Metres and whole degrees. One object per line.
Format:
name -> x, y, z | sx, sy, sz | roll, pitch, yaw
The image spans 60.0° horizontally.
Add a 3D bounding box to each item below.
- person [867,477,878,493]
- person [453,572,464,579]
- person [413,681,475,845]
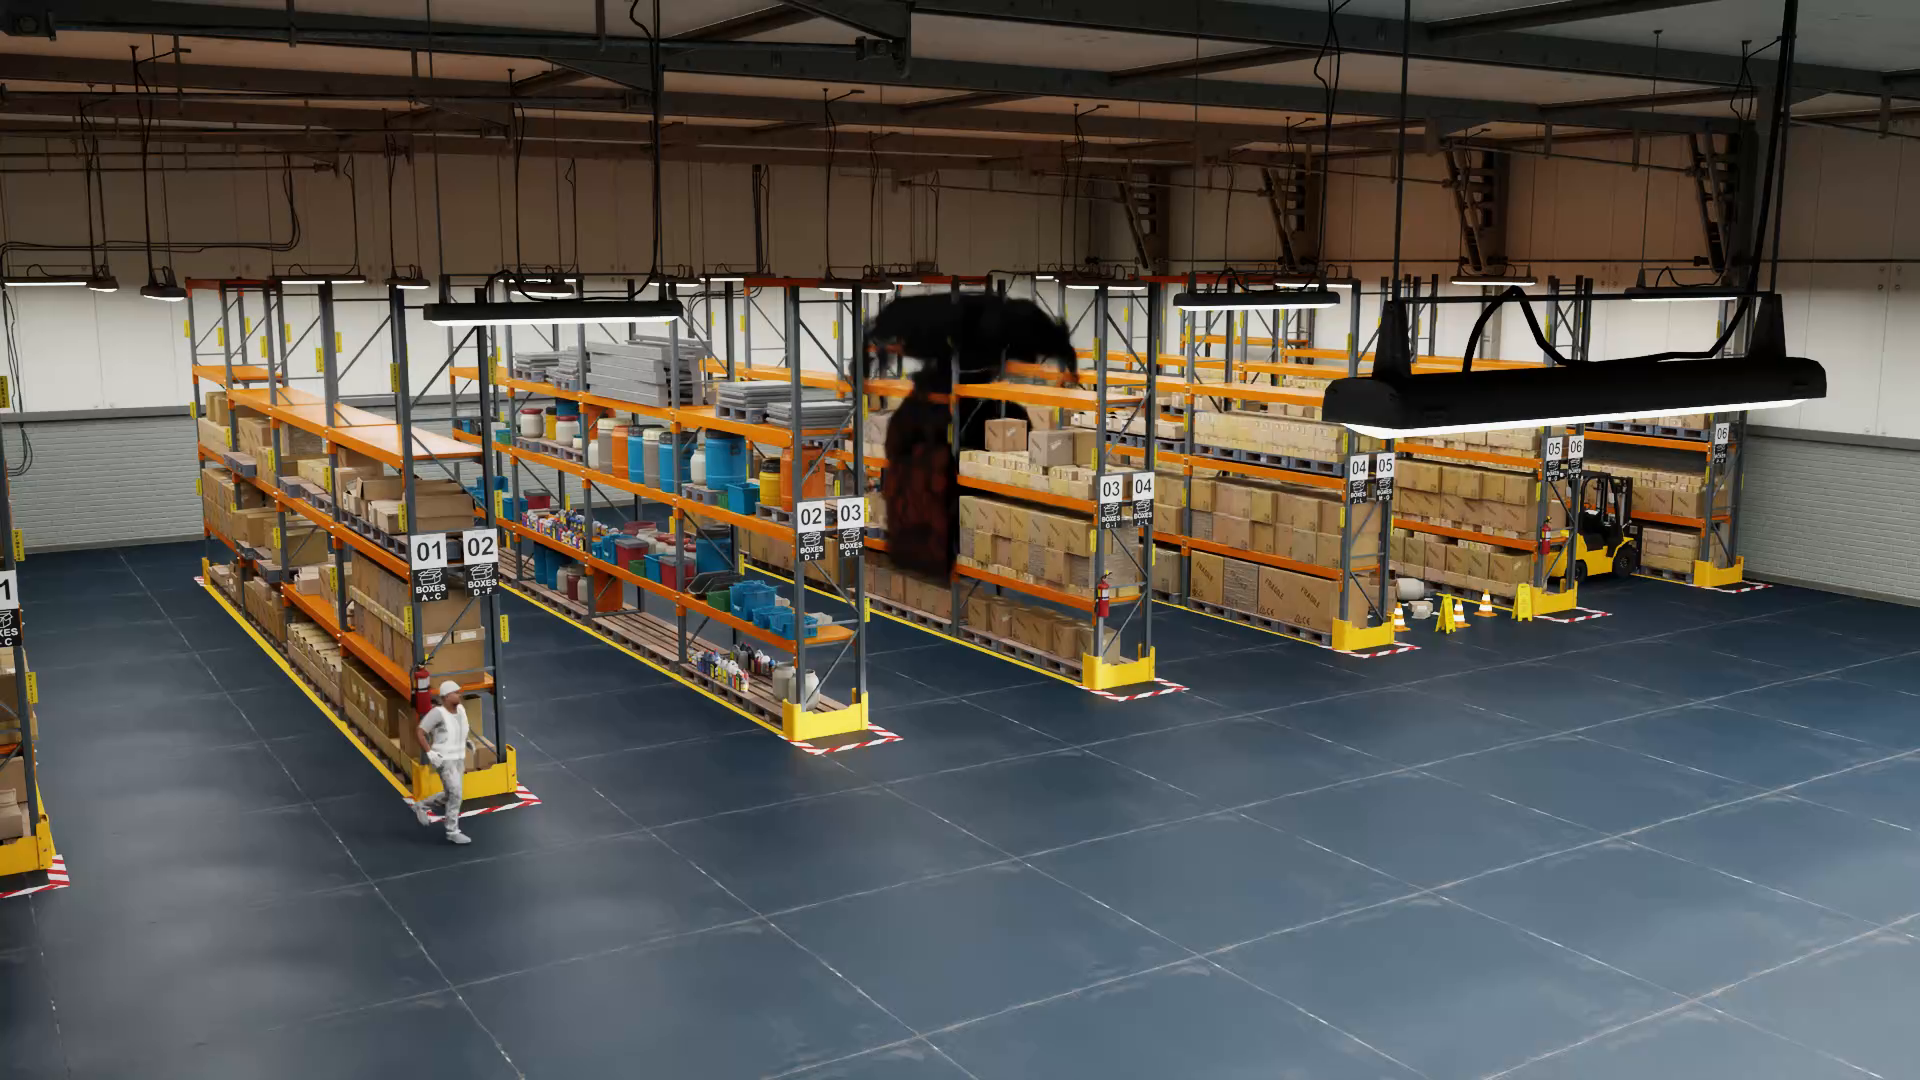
person -> -1.924, -0.554, 36.414 | 0.579, 1.617, 0.643 | -7, 12, -35
person -> -9.325, 0.465, 30.534 | 0.547, 1.563, 0.755 | -7, 12, -37
person -> -5.699, 2.424, 18.434 | 0.814, 1.741, 0.728 | 3, 10, 17
